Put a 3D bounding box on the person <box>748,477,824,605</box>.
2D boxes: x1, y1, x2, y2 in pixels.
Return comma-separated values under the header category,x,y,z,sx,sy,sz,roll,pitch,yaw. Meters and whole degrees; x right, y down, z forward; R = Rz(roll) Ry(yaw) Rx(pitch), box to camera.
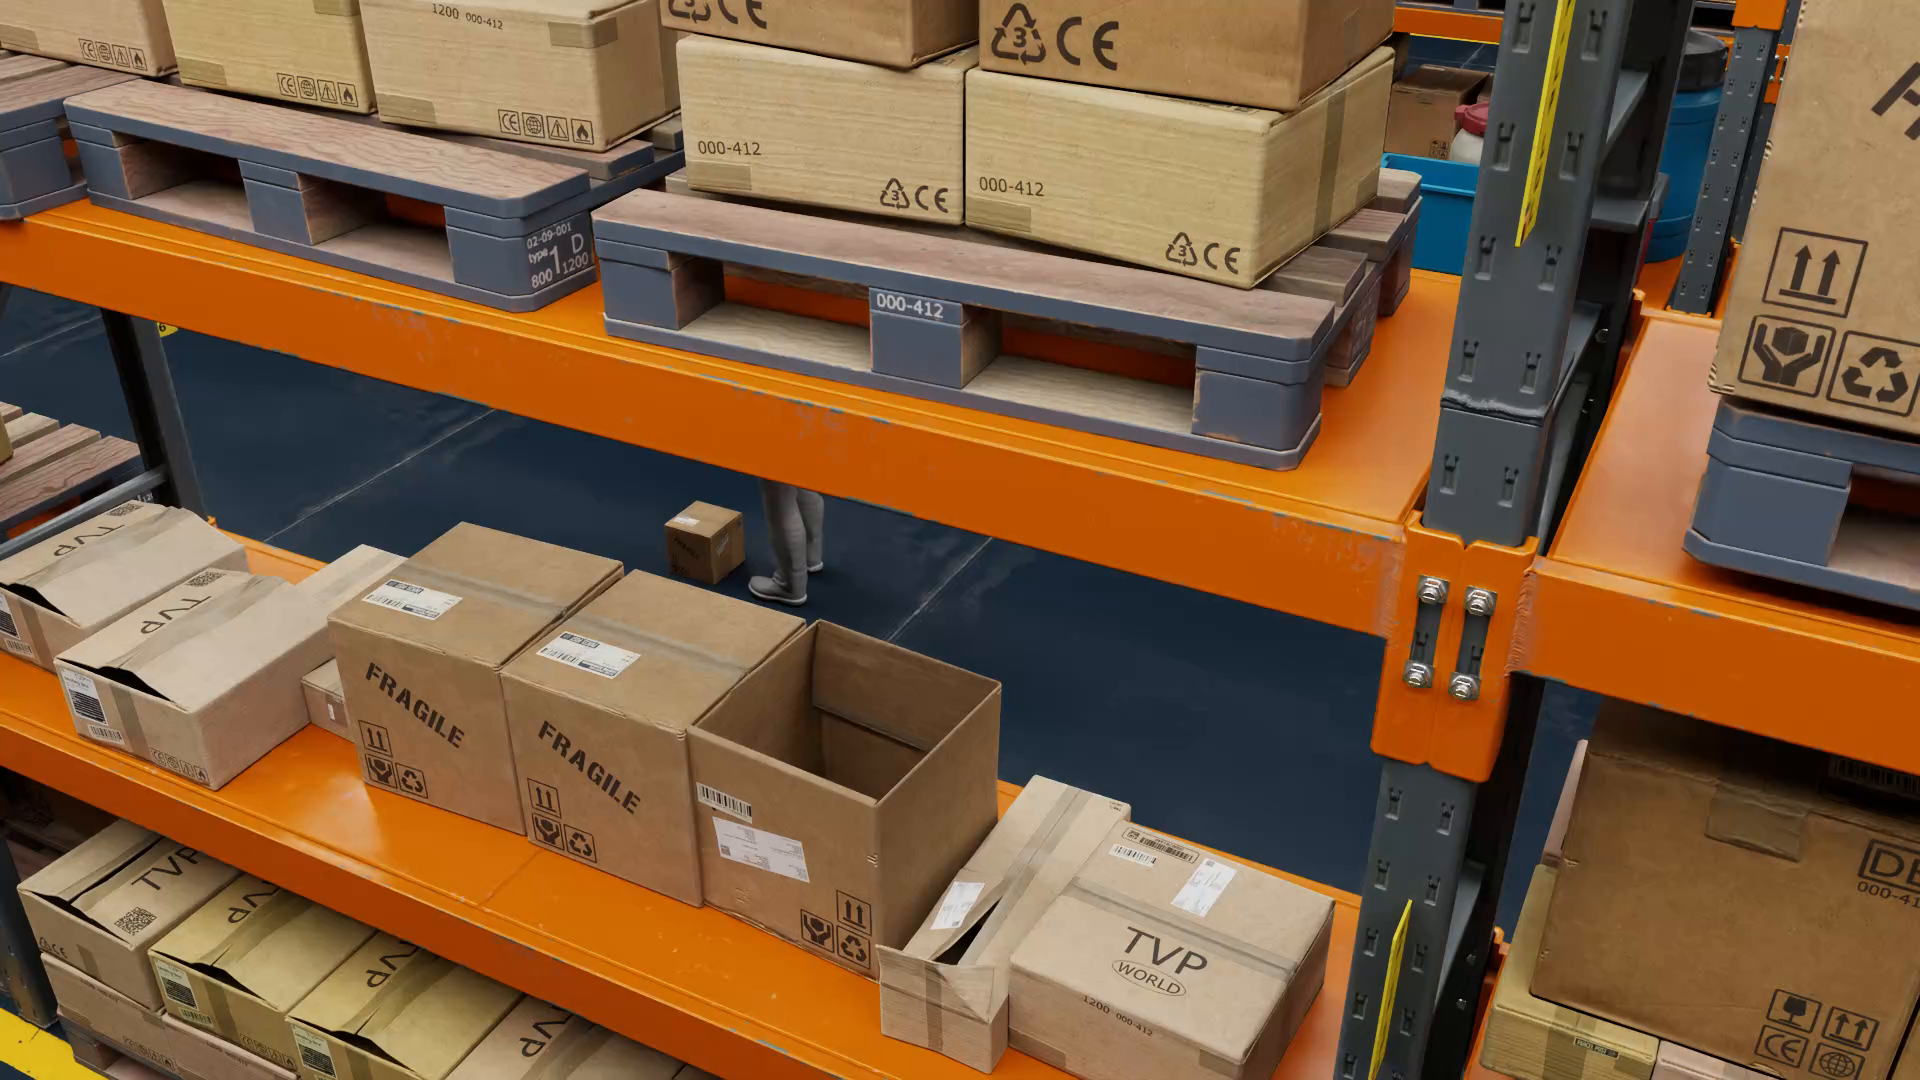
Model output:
category,x,y,z,sx,sy,sz,roll,pitch,yaw
person,-0.753,-0.512,7.022,0.433,1.683,0.508,14,33,23
